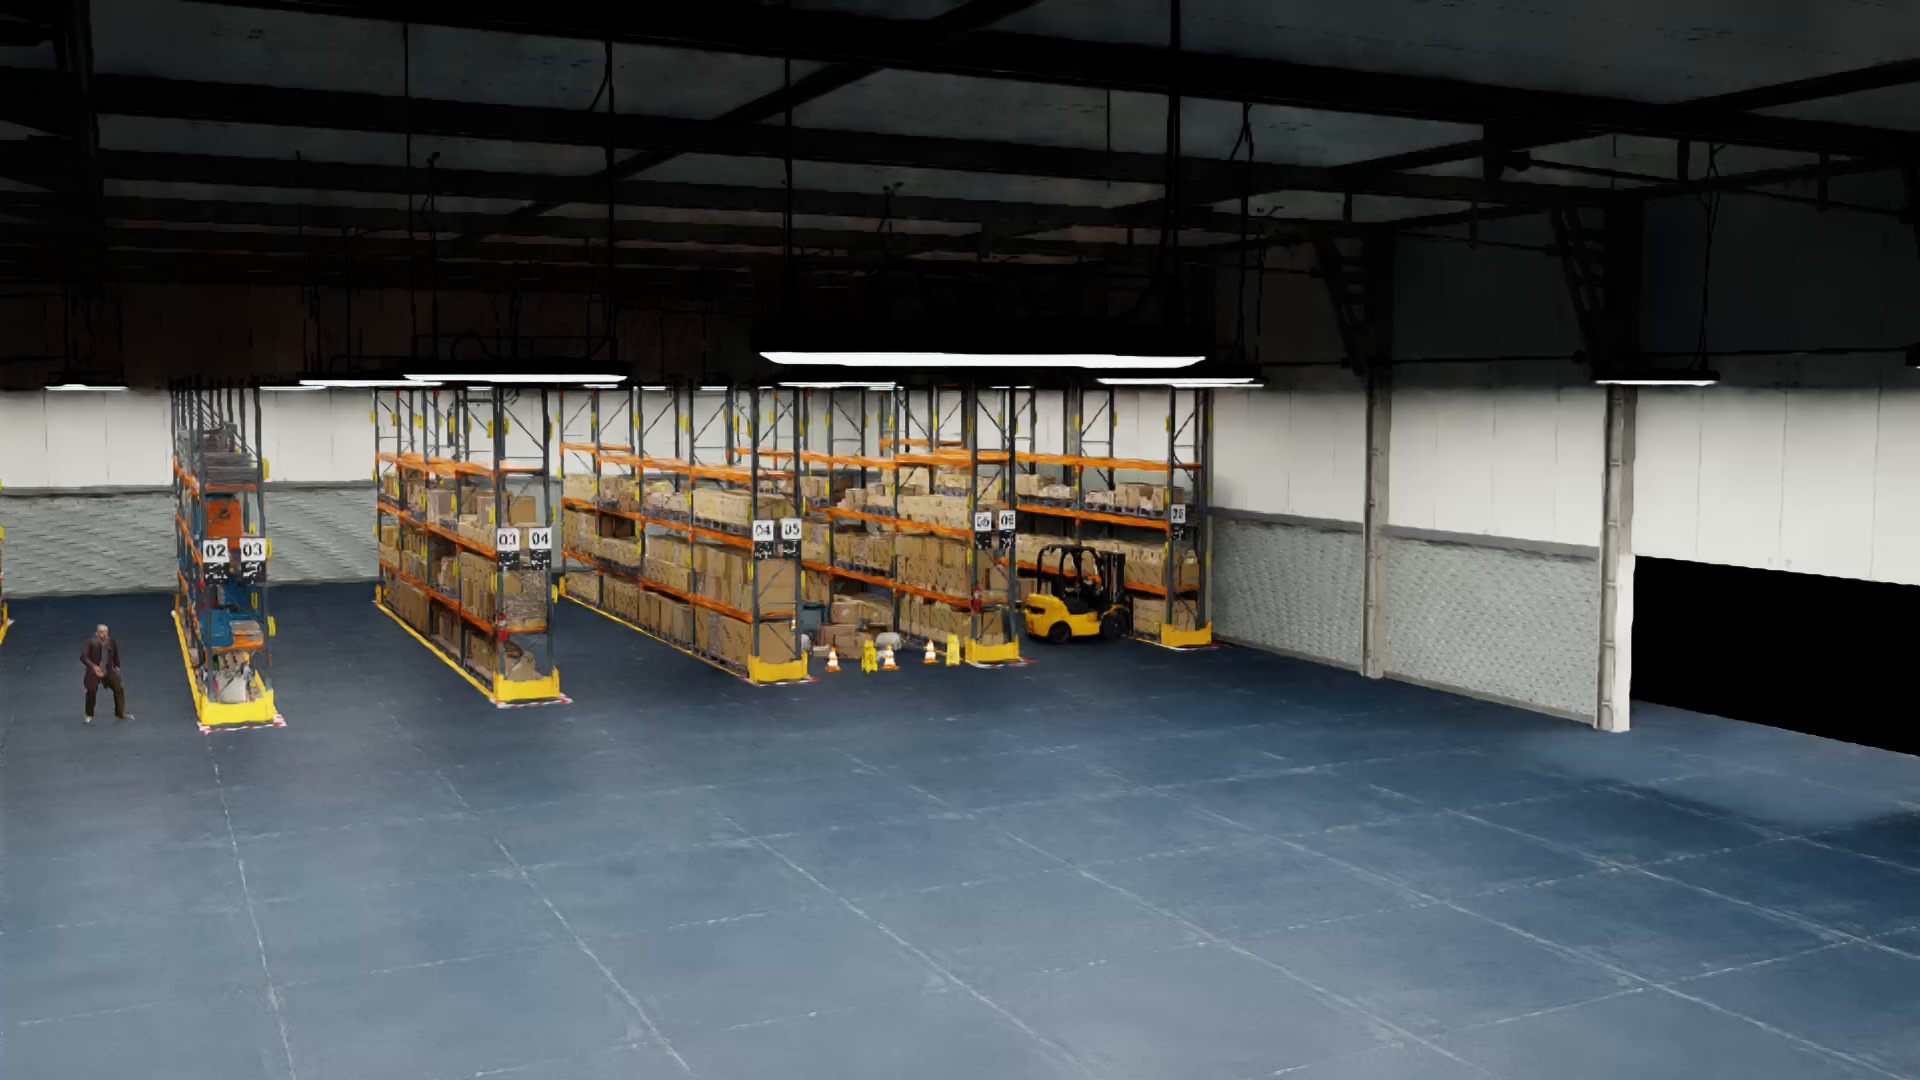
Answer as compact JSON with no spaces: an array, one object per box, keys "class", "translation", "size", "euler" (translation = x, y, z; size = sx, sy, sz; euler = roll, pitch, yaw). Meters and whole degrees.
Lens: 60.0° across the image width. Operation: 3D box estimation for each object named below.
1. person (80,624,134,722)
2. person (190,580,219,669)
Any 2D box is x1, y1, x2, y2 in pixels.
[{"class":"person","translation":[-14.870,2.298,28.808],"size":[0.852,1.722,0.728],"euler":[5,7,44]},{"class":"person","translation":[-15.080,1.686,33.136],"size":[0.493,1.793,0.621],"euler":[-3,6,-34]}]
